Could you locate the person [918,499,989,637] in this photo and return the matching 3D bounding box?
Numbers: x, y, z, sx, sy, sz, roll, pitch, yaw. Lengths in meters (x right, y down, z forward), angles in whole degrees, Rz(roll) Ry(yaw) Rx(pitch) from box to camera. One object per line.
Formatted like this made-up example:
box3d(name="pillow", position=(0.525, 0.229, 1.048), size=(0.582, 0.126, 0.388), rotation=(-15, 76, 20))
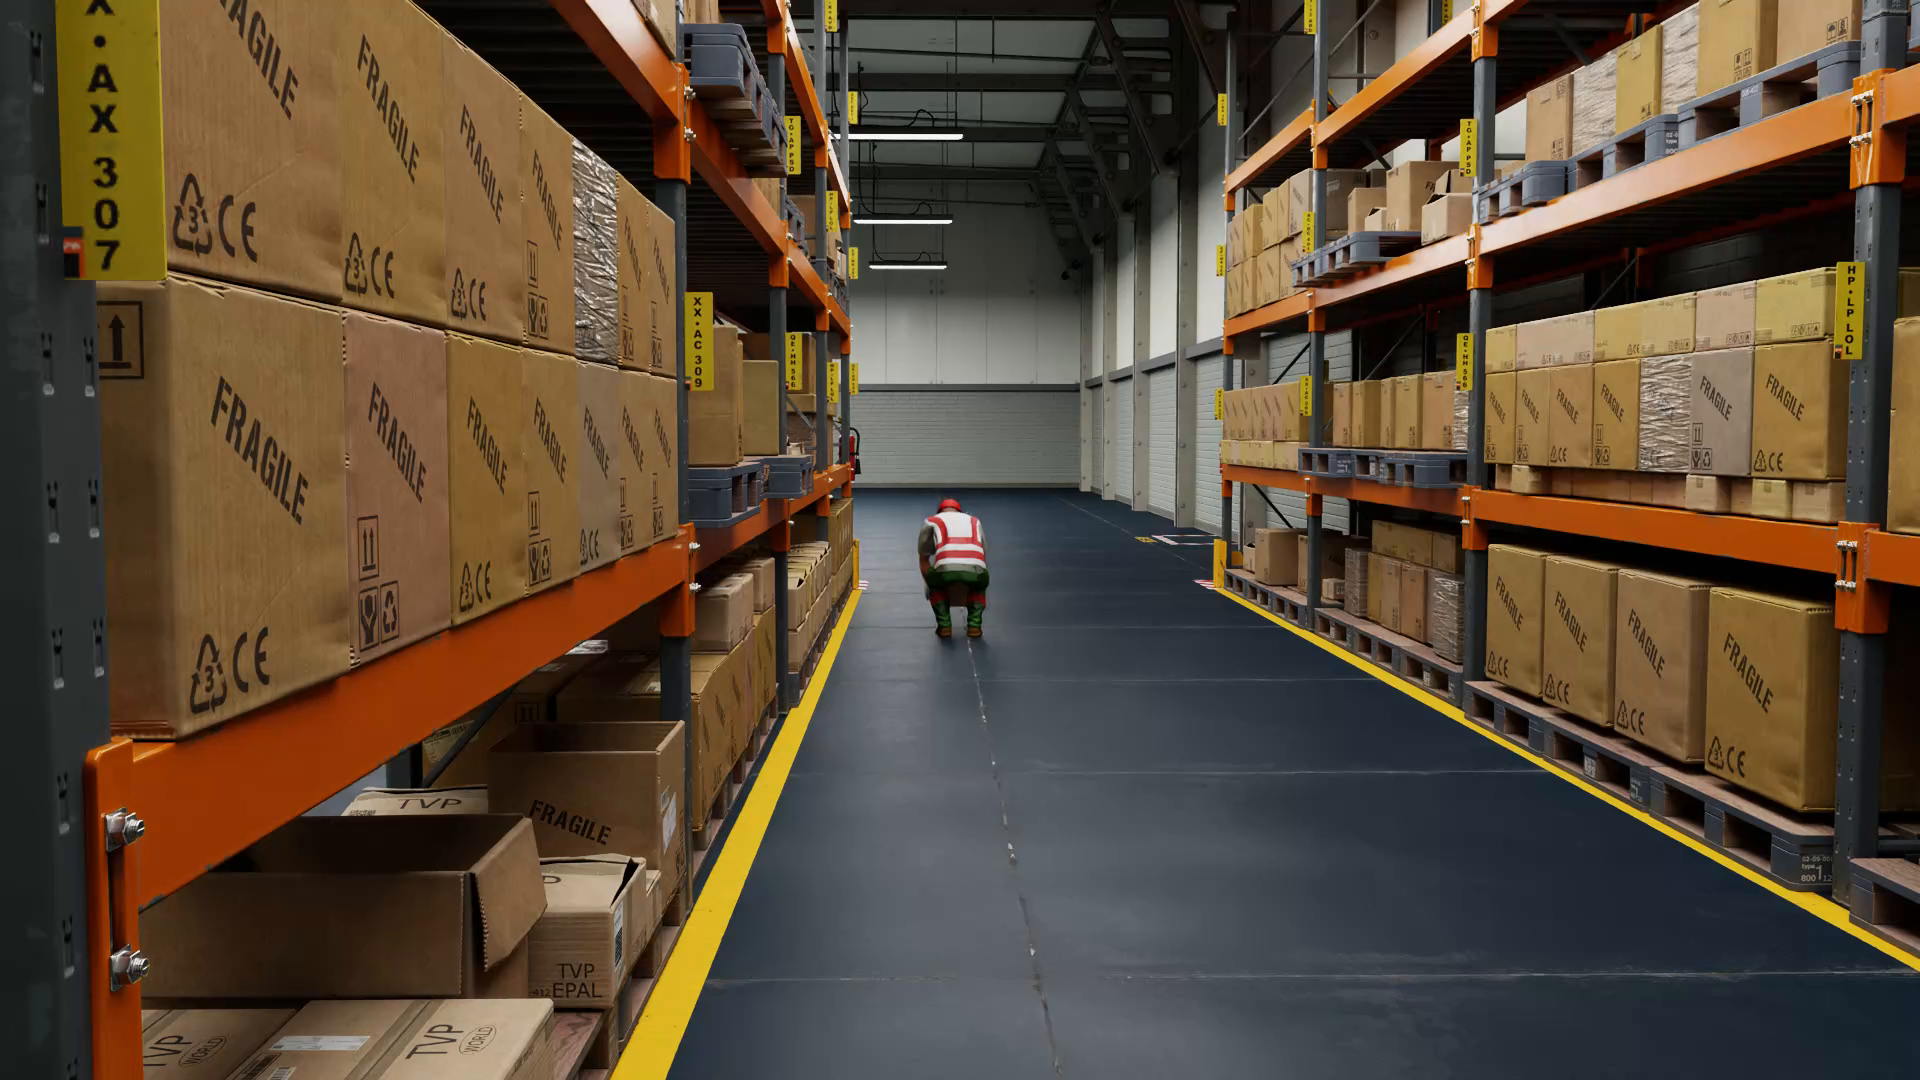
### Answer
box3d(name="person", position=(-0.052, 0.222, 13.480), size=(0.580, 1.093, 0.858), rotation=(0, 4, -1))
